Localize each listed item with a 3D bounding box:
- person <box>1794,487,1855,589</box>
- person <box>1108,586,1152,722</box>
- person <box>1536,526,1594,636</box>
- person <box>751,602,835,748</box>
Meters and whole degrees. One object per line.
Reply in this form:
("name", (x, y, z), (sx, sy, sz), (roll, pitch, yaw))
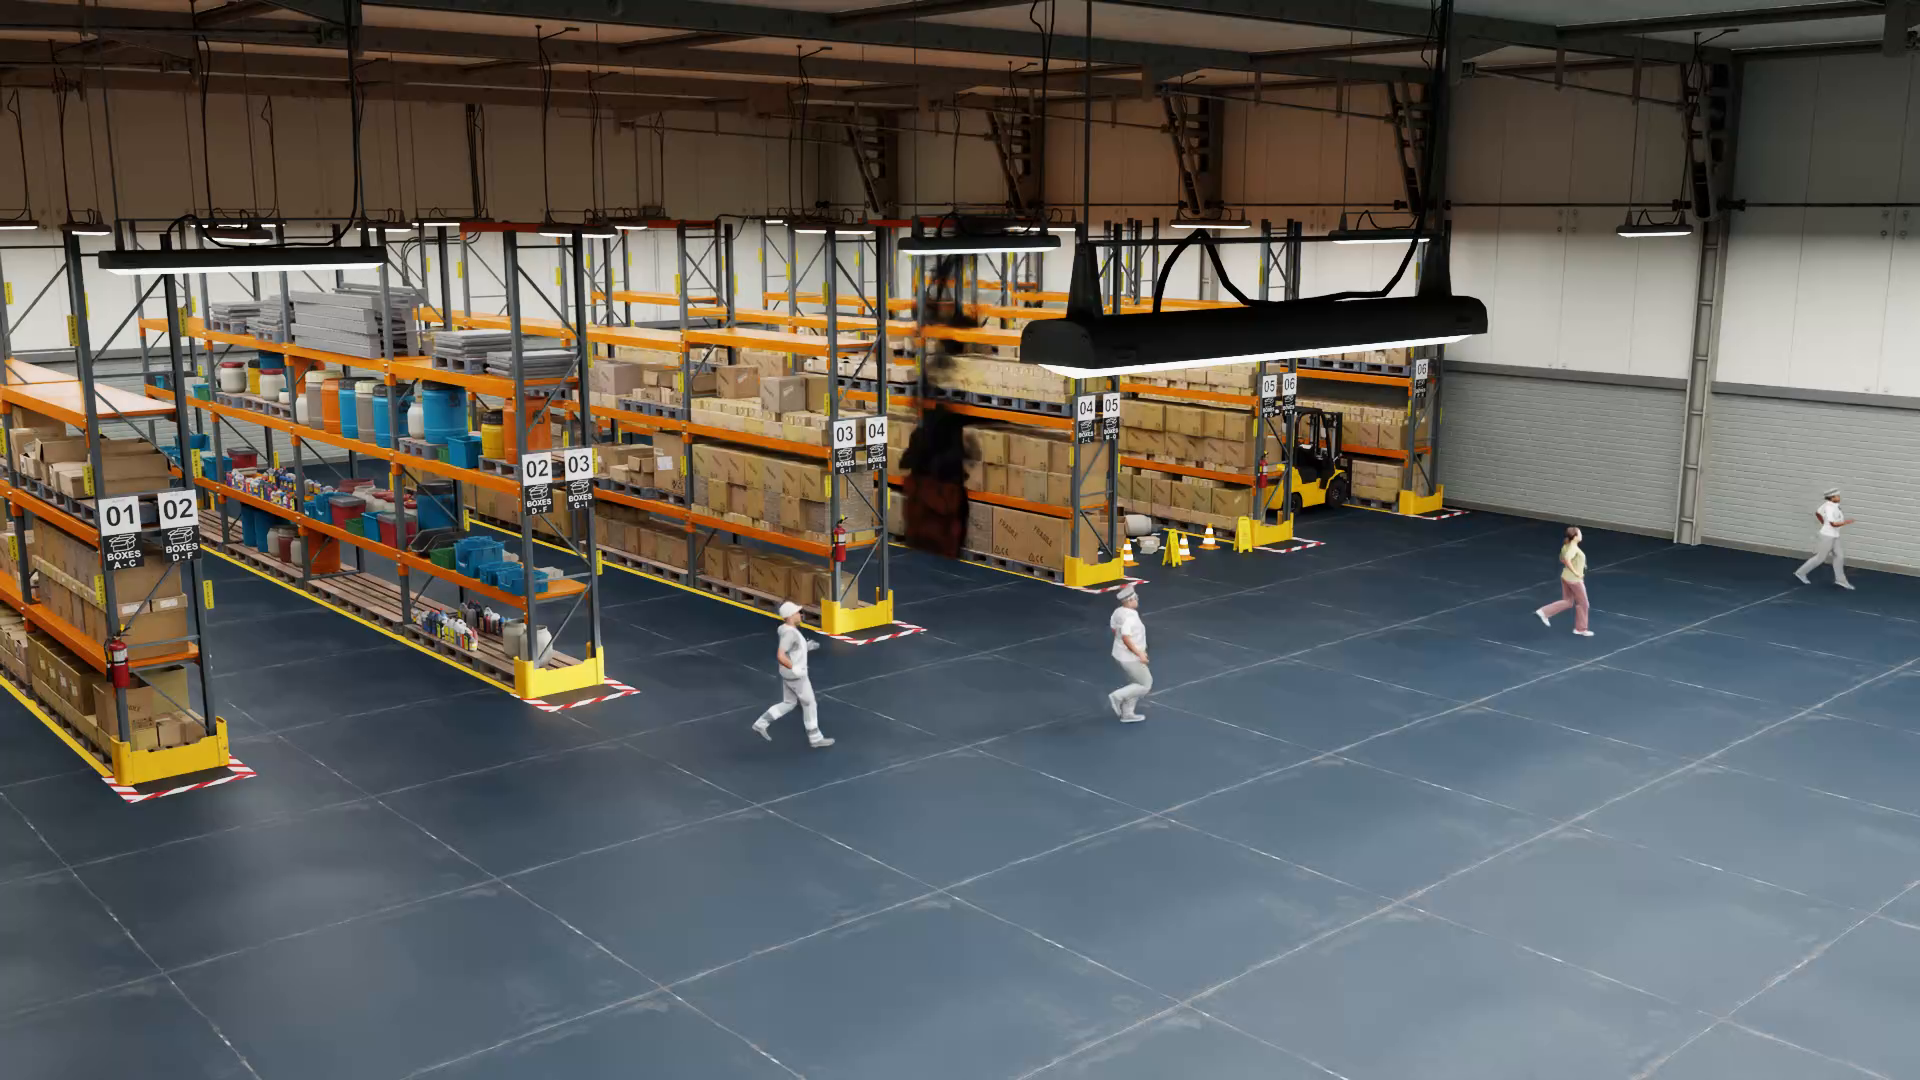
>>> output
("person", (14.490, -0.050, 27.735), (0.910, 1.709, 0.566), (7, 13, 31))
("person", (2.076, 1.414, 20.517), (0.592, 1.731, 0.679), (-3, 12, -15))
("person", (9.035, 0.616, 24.676), (0.879, 1.669, 0.579), (0, 11, -2))
("person", (-1.959, 1.585, 19.456), (0.980, 1.767, 0.665), (-4, 12, -17))
